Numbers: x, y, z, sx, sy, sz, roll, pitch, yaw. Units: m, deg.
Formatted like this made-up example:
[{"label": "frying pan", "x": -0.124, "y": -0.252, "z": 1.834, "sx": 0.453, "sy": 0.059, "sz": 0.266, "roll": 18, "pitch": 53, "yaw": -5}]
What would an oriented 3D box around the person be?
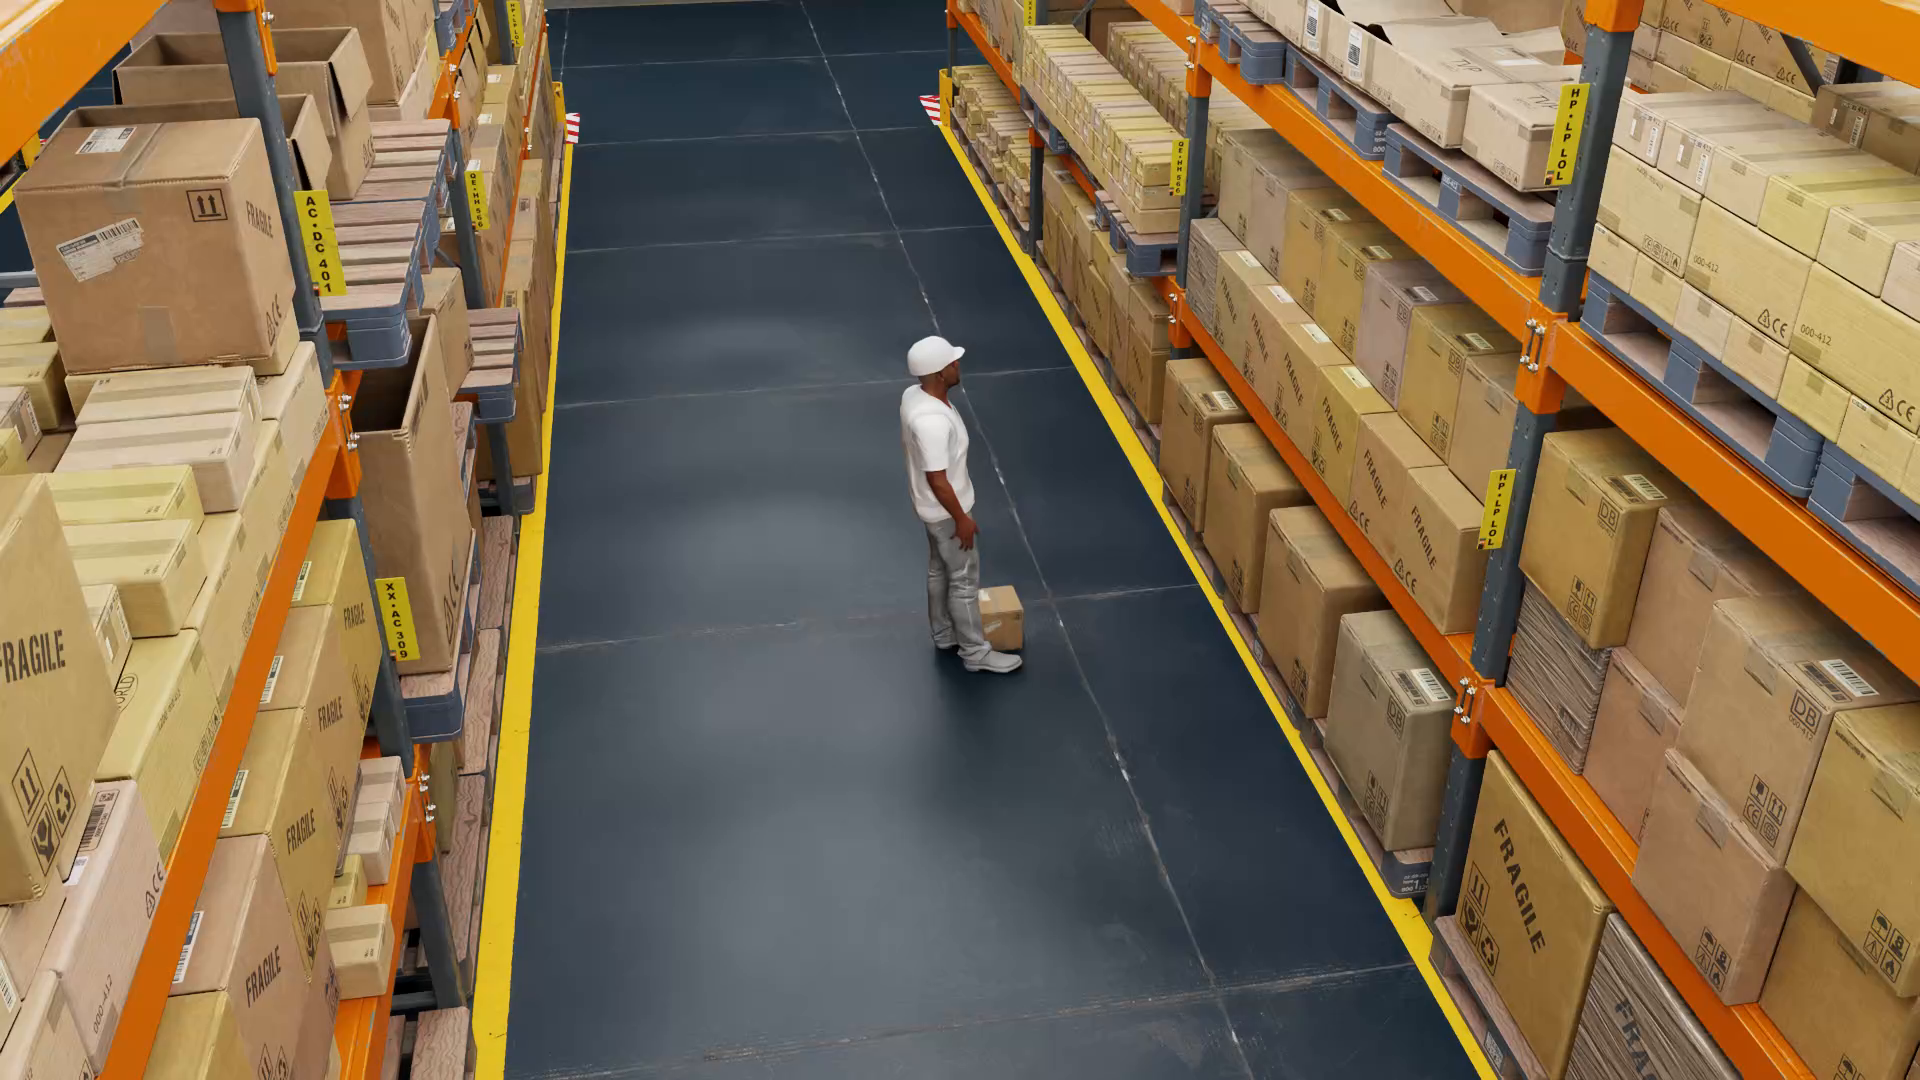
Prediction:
[{"label": "person", "x": -0.005, "y": -0.204, "z": 8.442, "sx": 0.576, "sy": 1.766, "sz": 0.651, "roll": -5, "pitch": 31, "yaw": -9}]
